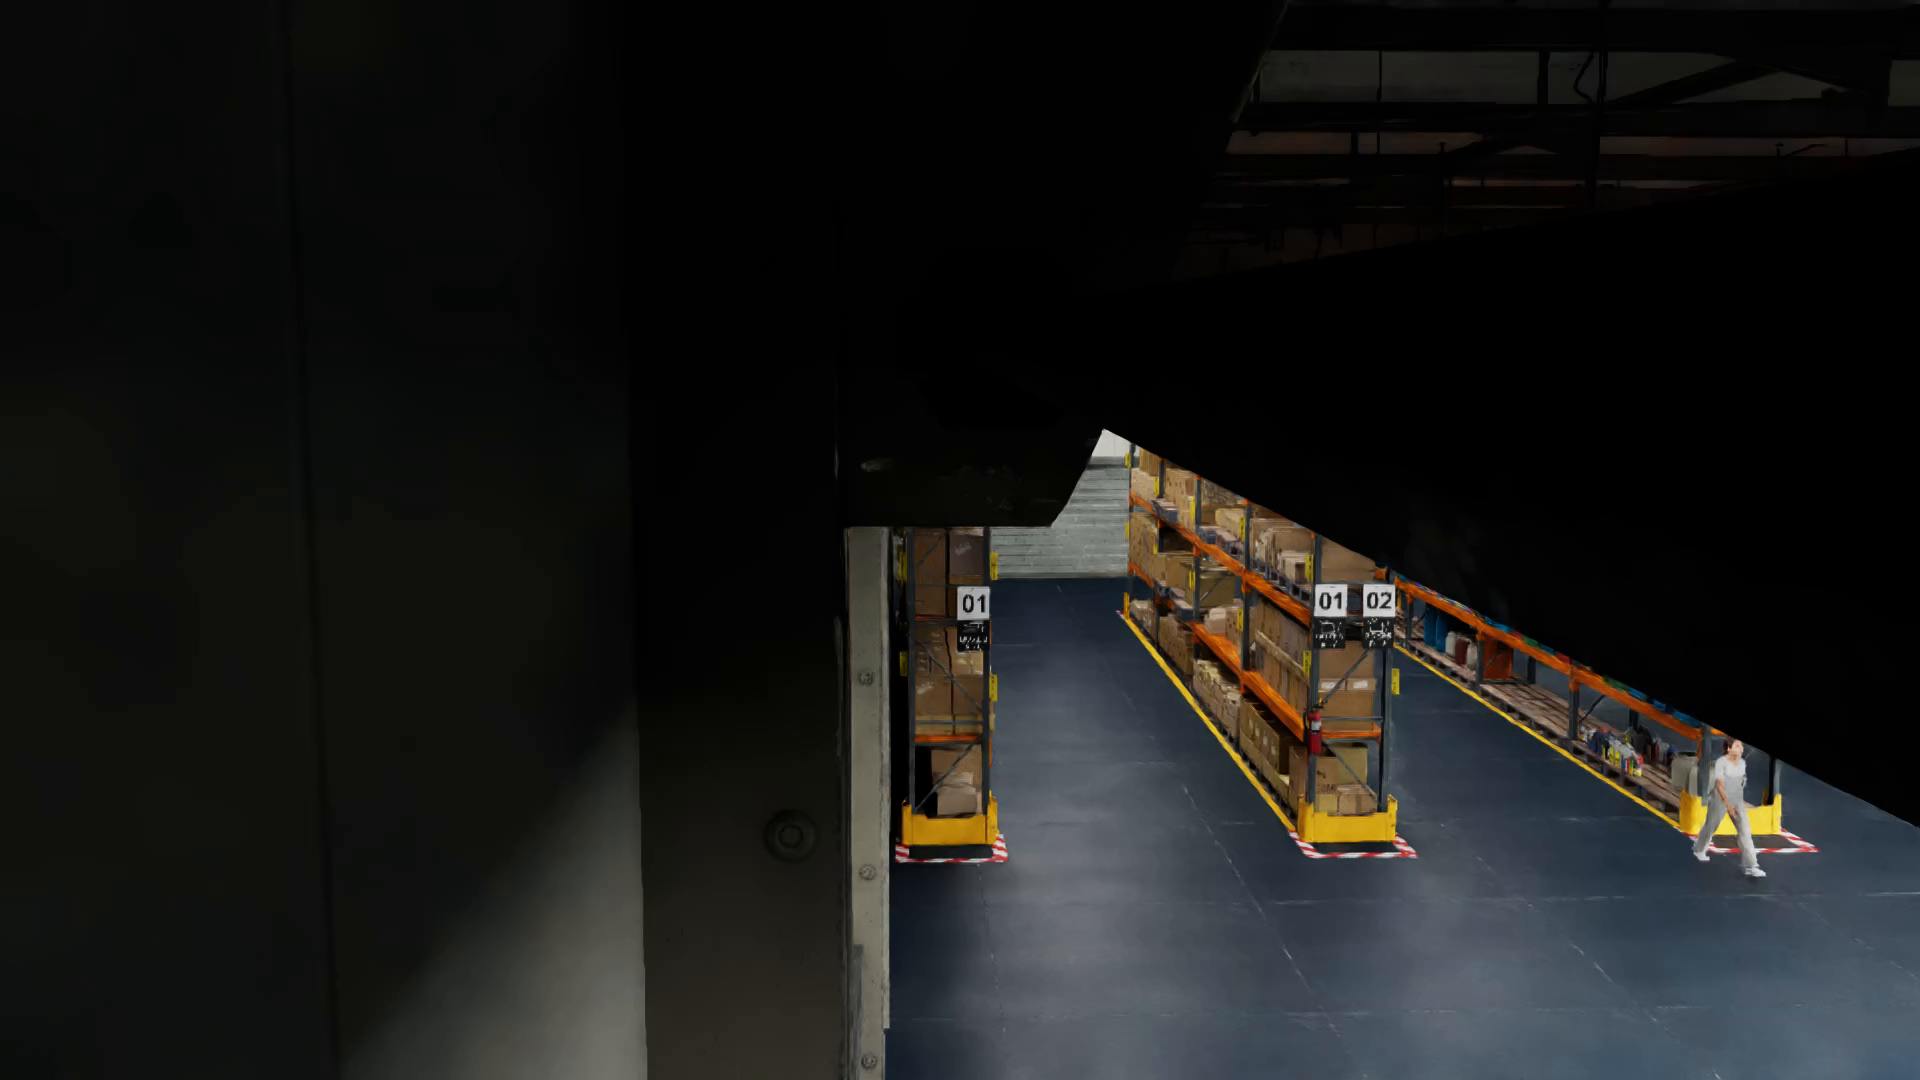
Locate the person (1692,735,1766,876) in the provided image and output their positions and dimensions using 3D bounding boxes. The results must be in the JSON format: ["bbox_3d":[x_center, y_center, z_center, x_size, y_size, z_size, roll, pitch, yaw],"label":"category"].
[{"bbox_3d":[8.951,3.051,19.361,0.444,1.604,1.018,-1,7,-11],"label":"person"}]

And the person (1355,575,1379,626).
[{"bbox_3d":[8.677,1.006,35.378,0.502,1.608,0.960,2,8,18],"label":"person"}]
